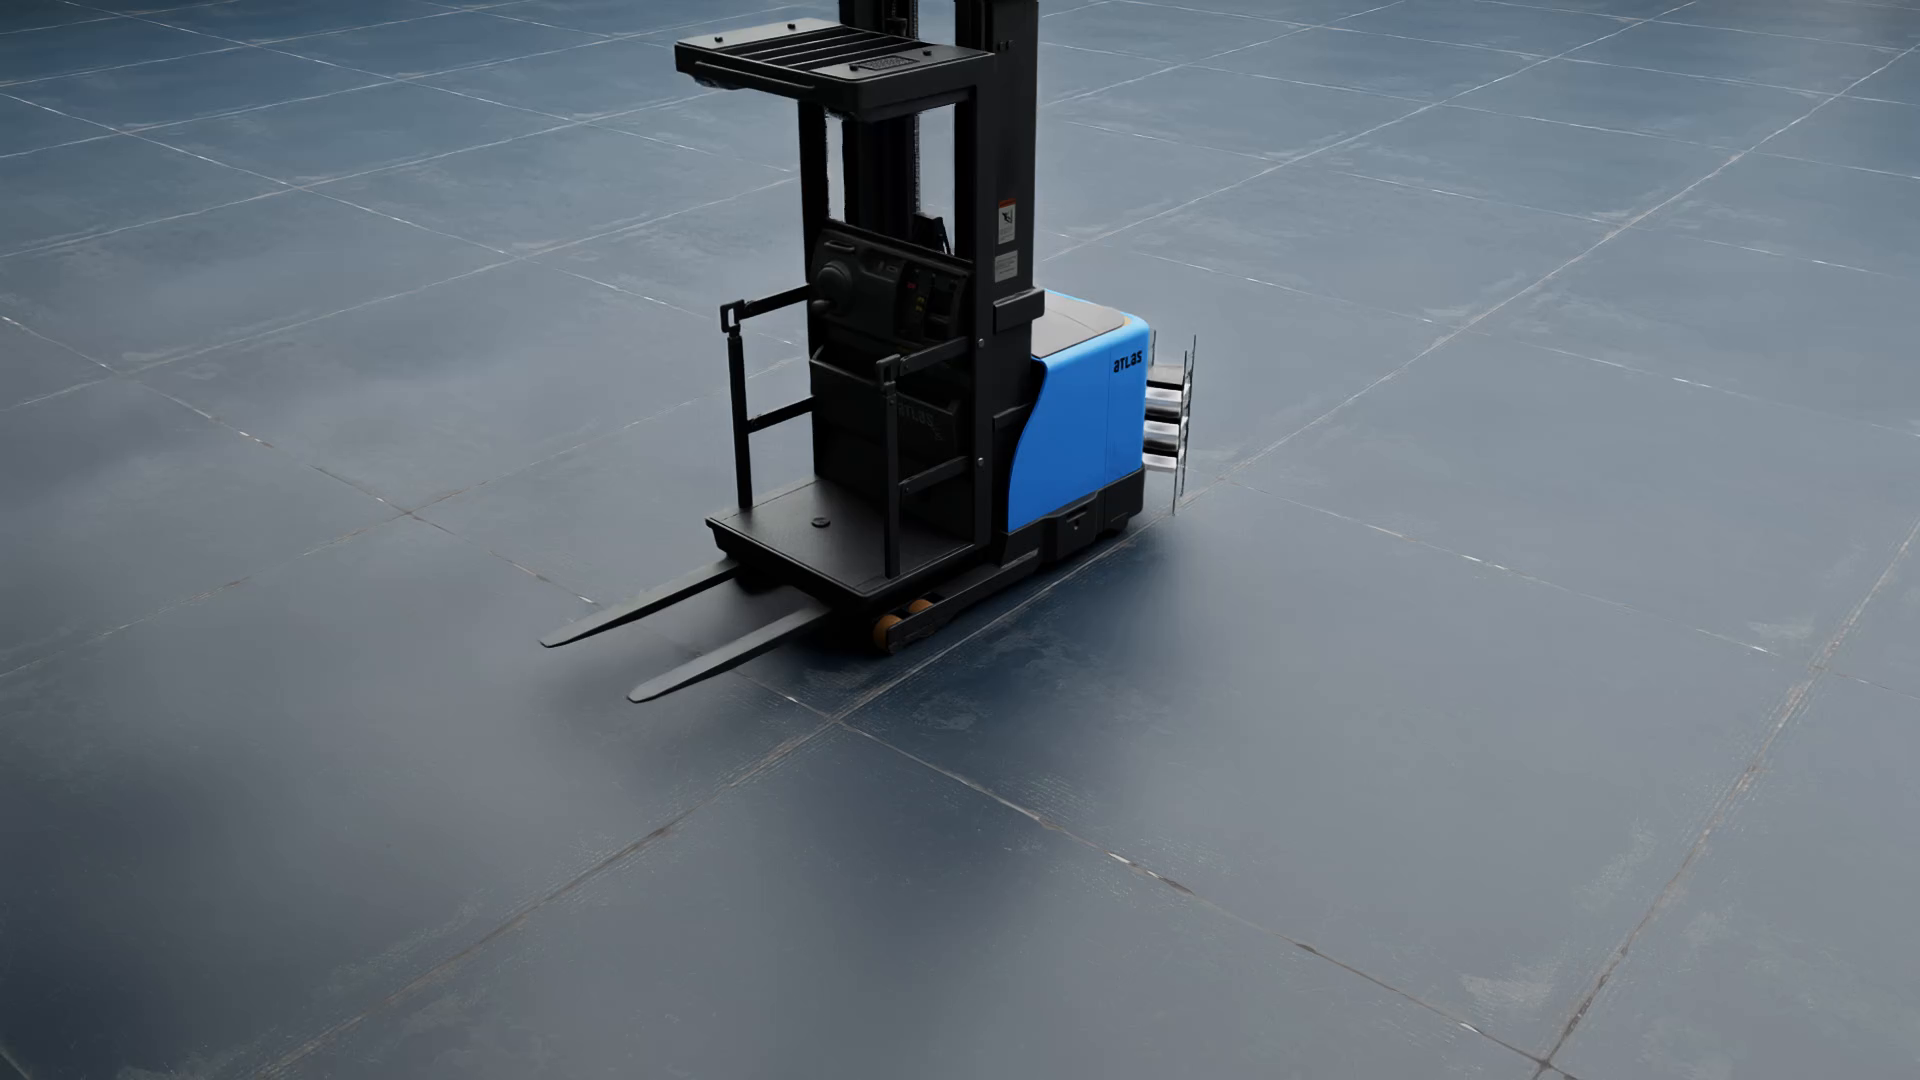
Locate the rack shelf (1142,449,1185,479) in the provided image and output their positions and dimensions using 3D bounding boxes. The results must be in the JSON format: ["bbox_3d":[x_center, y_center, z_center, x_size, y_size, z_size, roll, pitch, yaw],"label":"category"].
[{"bbox_3d":[1.031,-0.399,8.504,0.200,0.077,0.258,9,29,16],"label":"rack shelf"}]

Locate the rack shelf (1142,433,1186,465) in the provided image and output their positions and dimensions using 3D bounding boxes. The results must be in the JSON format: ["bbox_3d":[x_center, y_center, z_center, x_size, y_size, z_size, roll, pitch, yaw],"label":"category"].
[{"bbox_3d":[1.032,-0.479,8.462,0.200,0.077,0.258,9,29,16],"label":"rack shelf"}]

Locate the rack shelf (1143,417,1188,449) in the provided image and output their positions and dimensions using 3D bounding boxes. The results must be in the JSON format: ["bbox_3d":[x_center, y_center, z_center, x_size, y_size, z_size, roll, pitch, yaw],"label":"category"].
[{"bbox_3d":[1.033,-0.559,8.421,0.200,0.077,0.258,9,29,16],"label":"rack shelf"}]

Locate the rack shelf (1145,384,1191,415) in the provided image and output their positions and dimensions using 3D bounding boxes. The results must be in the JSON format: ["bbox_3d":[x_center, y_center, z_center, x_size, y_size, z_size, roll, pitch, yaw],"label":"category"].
[{"bbox_3d":[1.035,-0.718,8.337,0.200,0.077,0.258,9,29,16],"label":"rack shelf"}]

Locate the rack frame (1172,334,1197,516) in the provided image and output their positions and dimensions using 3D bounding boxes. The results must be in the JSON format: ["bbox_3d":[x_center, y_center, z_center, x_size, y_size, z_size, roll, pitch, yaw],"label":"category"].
[{"bbox_3d":[1.130,-0.572,8.377,0.006,0.900,0.240,9,29,16],"label":"rack frame"}]

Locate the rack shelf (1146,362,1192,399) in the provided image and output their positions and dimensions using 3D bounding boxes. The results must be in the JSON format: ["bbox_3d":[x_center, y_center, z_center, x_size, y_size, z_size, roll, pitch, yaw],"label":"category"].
[{"bbox_3d":[1.036,-0.798,8.296,0.200,0.077,0.258,9,29,16],"label":"rack shelf"}]

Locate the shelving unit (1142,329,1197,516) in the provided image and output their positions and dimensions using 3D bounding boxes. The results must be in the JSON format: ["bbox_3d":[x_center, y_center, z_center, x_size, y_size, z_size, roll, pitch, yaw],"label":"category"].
[{"bbox_3d":[1.033,-0.589,8.405,0.210,0.900,0.258,9,29,16],"label":"shelving unit"}]

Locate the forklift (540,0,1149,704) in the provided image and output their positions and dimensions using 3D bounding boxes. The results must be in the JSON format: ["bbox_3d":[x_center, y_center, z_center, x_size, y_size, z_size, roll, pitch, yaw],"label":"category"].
[{"bbox_3d":[-0.463,-1.071,7.131,1.130,2.935,3.031,24,36,38],"label":"forklift"}]

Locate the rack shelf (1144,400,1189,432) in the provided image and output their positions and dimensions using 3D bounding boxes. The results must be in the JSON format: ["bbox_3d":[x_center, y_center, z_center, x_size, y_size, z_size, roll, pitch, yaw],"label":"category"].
[{"bbox_3d":[1.034,-0.639,8.379,0.200,0.077,0.258,9,29,16],"label":"rack shelf"}]

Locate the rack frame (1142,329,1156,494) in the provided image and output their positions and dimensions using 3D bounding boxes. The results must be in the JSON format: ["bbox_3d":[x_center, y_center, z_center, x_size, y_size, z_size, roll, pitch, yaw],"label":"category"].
[{"bbox_3d":[0.937,-0.605,8.433,0.006,0.900,0.240,9,29,16],"label":"rack frame"}]
